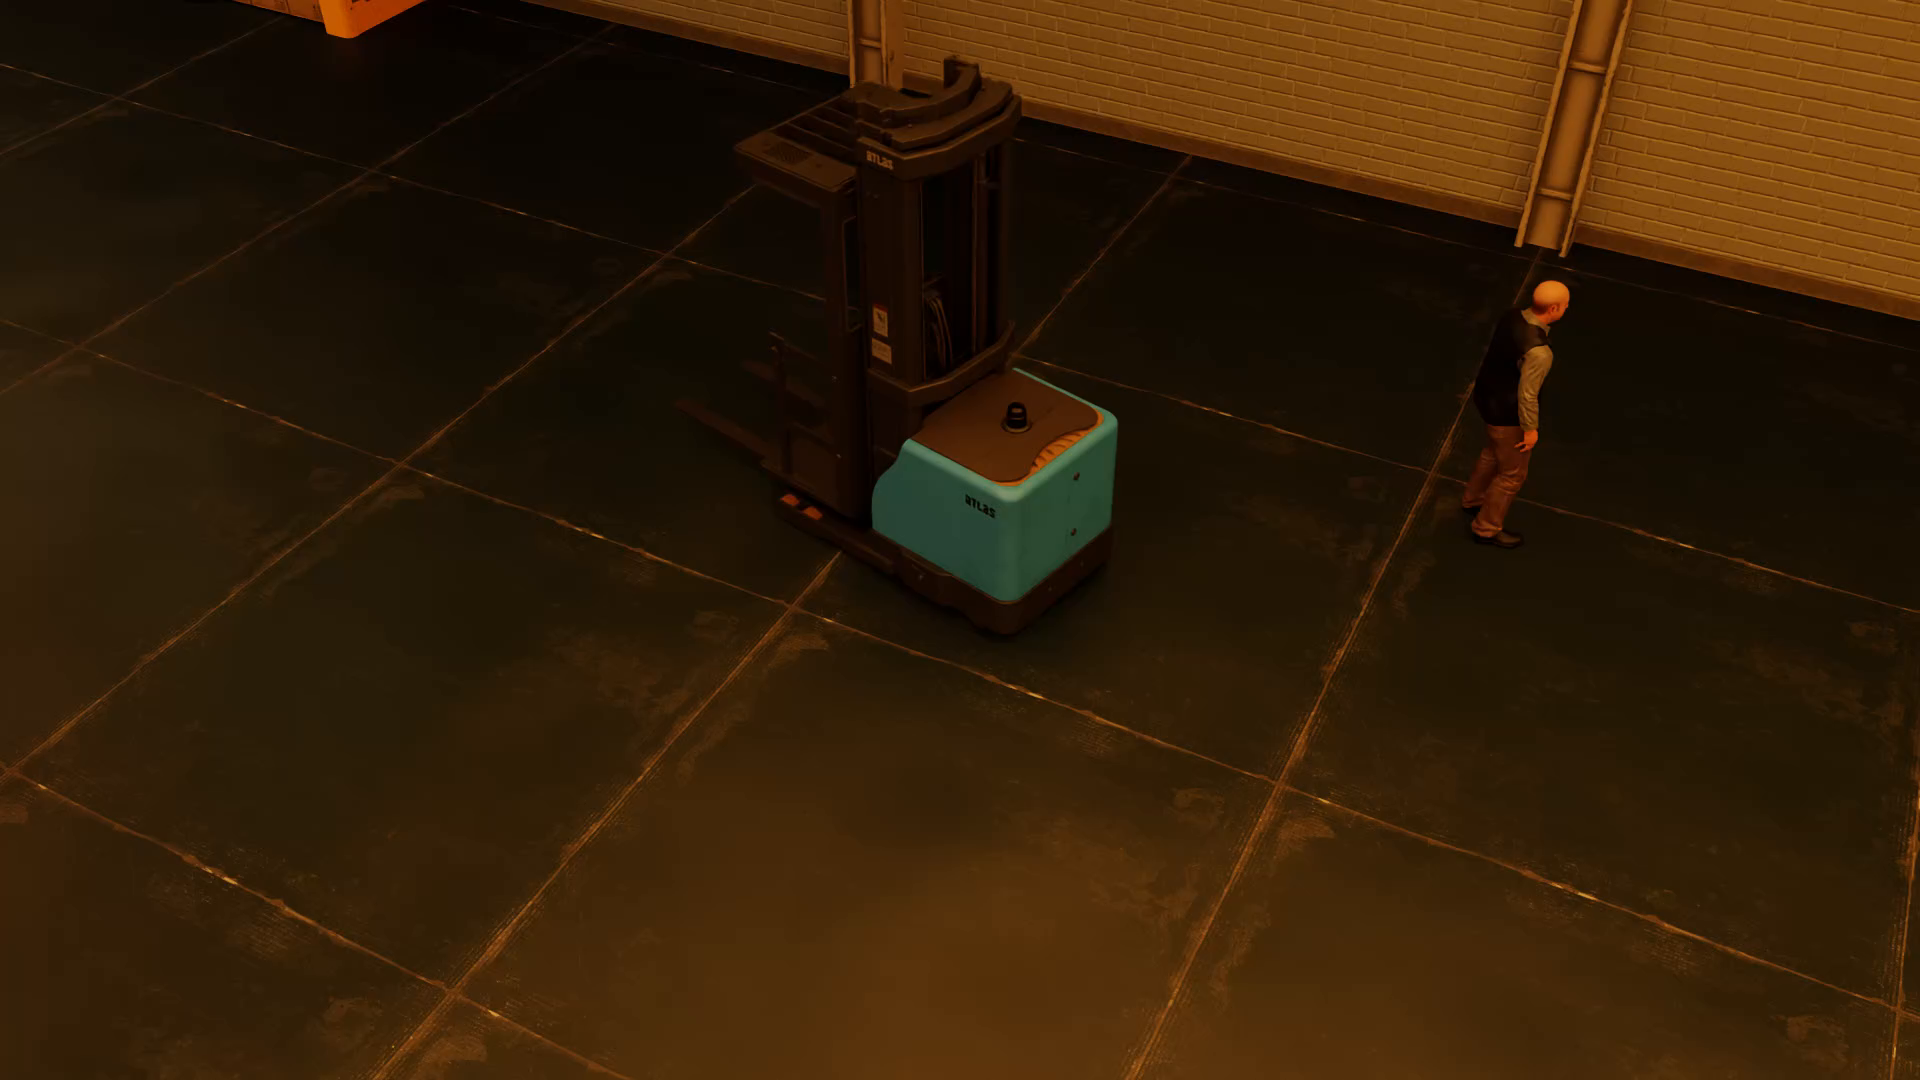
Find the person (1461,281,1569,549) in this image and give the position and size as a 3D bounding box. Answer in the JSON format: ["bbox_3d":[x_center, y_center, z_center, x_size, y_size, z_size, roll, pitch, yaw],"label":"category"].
[{"bbox_3d":[3.253,-0.769,9.841,0.428,1.720,0.581,-2,40,-2],"label":"person"}]

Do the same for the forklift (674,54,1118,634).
[{"bbox_3d":[-0.531,-1.389,9.636,3.031,2.935,1.130,29,48,30],"label":"forklift"}]
